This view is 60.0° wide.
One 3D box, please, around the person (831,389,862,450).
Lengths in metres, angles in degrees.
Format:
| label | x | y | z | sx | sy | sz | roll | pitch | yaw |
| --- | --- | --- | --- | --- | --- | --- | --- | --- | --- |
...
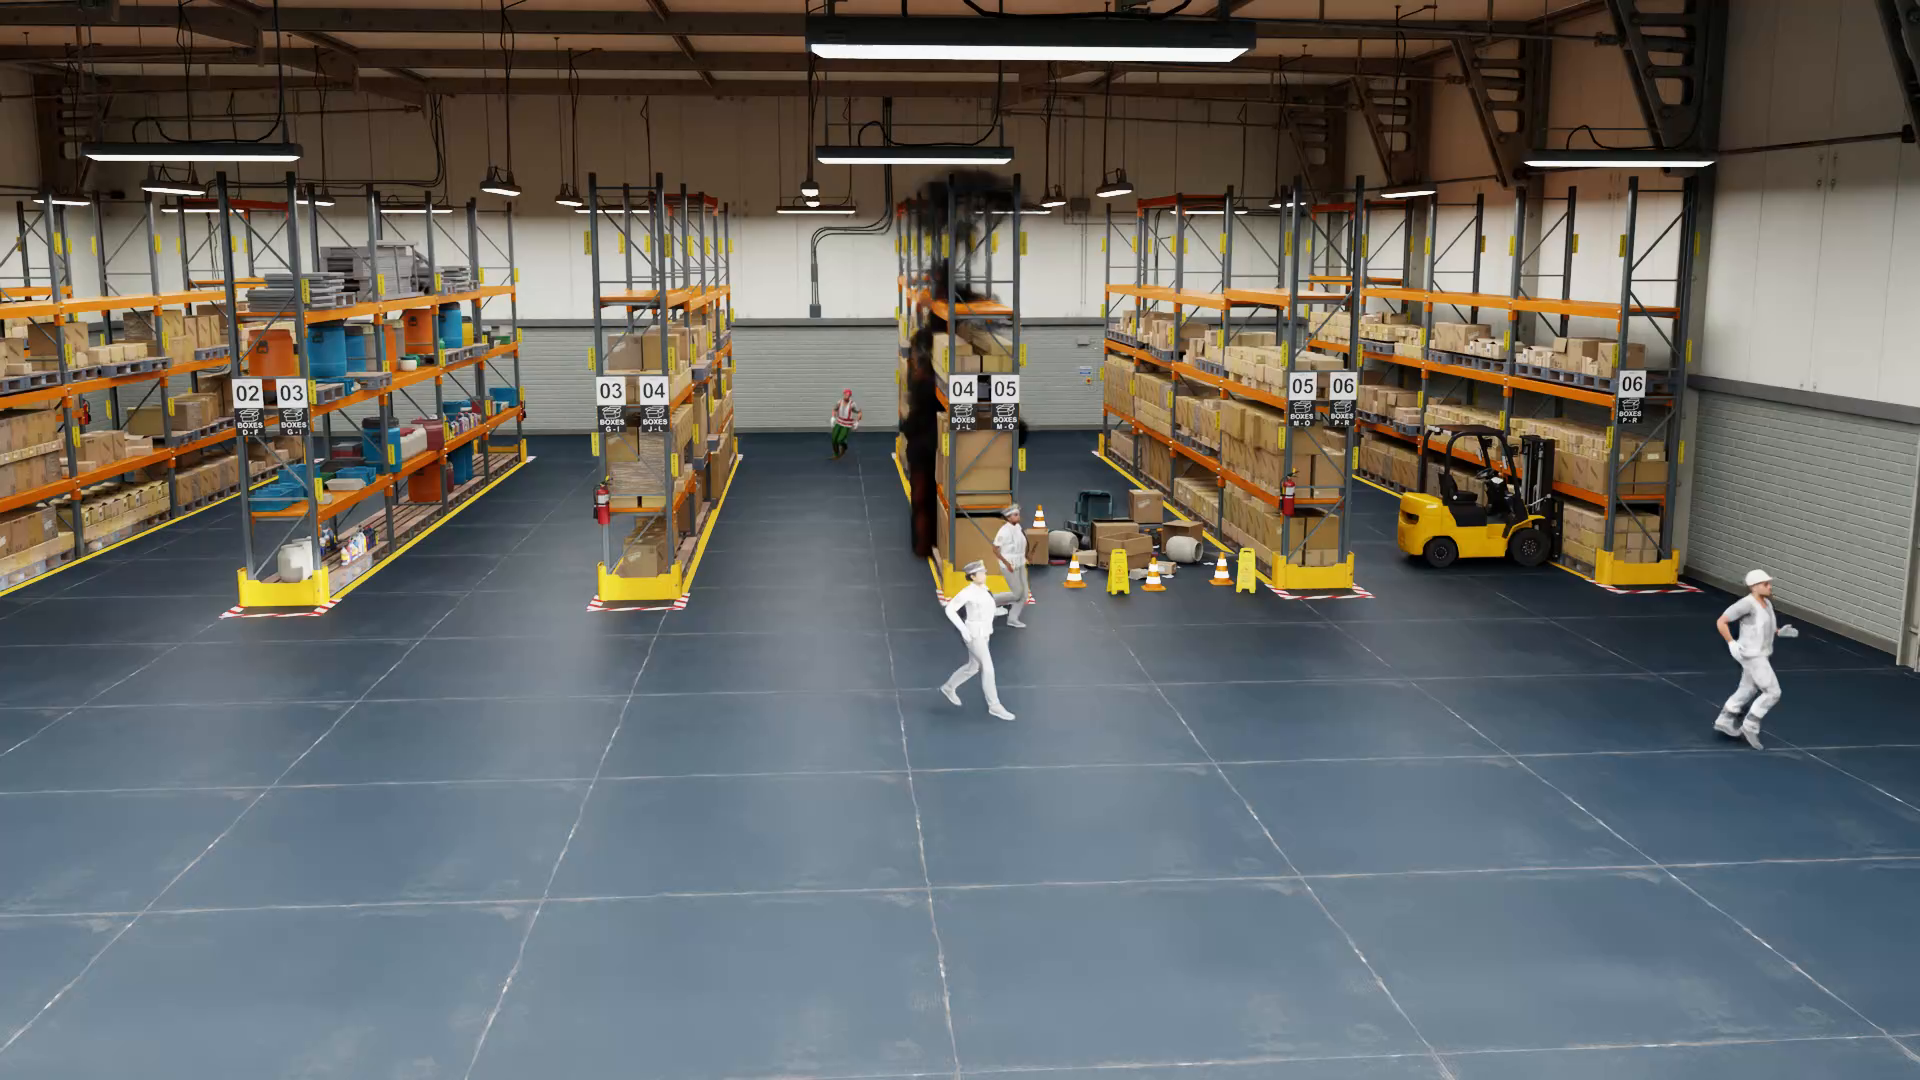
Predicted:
| label | x | y | z | sx | sy | sz | roll | pitch | yaw |
| --- | --- | --- | --- | --- | --- | --- | --- | --- | --- |
| person | -2.714 | -2.846 | 39.359 | 0.740 | 1.460 | 0.341 | 4 | 11 | 22 |

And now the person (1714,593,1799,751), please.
| label | x | y | z | sx | sy | sz | roll | pitch | yaw |
| --- | --- | --- | --- | --- | --- | --- | --- | --- | --- |
| person | 8.023 | 1.323 | 16.783 | 0.735 | 1.571 | 0.641 | 10 | 14 | 43 |

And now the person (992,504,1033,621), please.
| label | x | y | z | sx | sy | sz | roll | pitch | yaw |
| --- | --- | --- | --- | --- | --- | --- | --- | --- | --- |
| person | 0.700 | 0.302 | 22.079 | 0.508 | 1.589 | 0.575 | 7 | 12 | 34 |

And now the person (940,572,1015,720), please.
| label | x | y | z | sx | sy | sz | roll | pitch | yaw |
| --- | --- | --- | --- | --- | --- | --- | --- | --- | --- |
| person | 0.188 | 1.062 | 17.822 | 0.910 | 1.647 | 0.605 | 5 | 11 | 25 |
